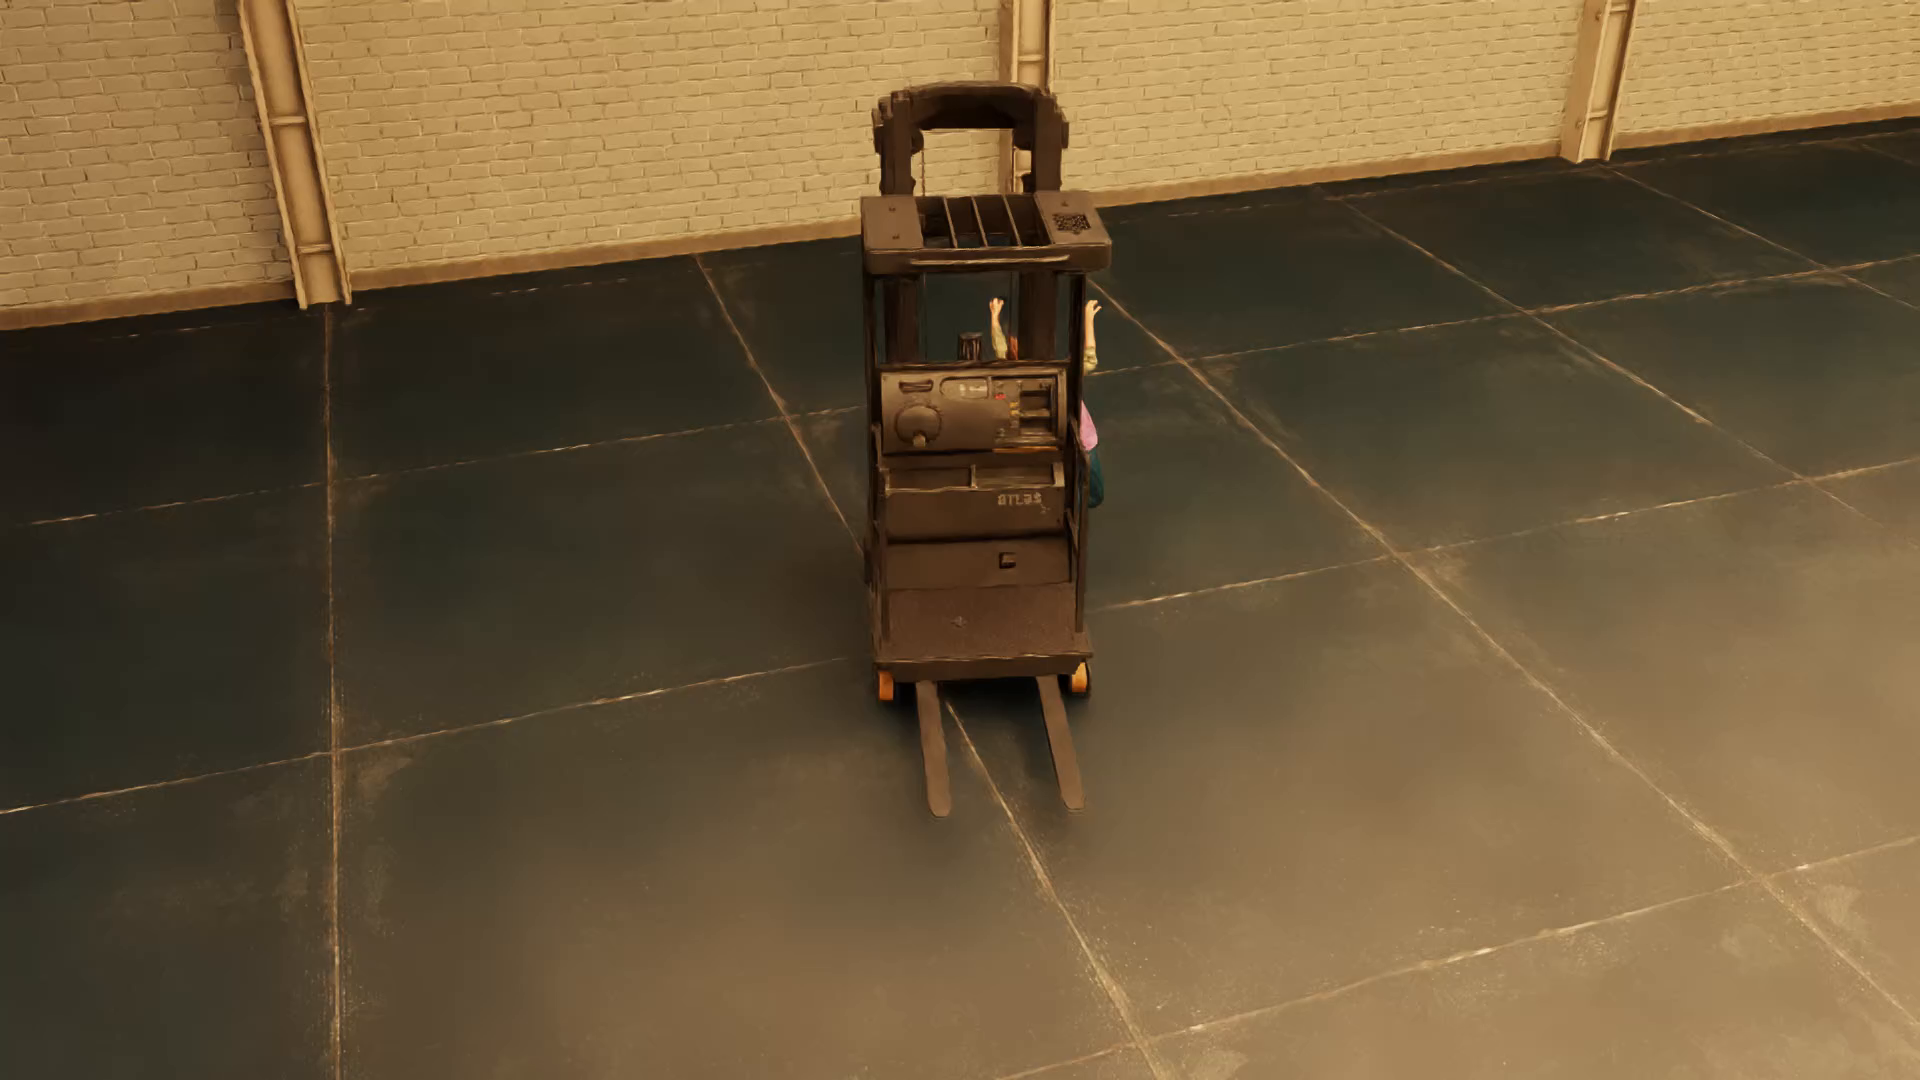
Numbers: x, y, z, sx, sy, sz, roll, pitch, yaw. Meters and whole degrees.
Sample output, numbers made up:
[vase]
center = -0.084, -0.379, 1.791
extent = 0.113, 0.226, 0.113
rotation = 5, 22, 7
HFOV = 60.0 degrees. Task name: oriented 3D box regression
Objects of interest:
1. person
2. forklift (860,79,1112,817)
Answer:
[person]
center = 0.534, -0.777, 9.882
extent = 0.728, 1.508, 0.939
rotation = -13, 33, -22
[forklift]
center = 0.092, -0.611, 8.149
extent = 1.130, 2.935, 3.031
rotation = -2, 30, -4
